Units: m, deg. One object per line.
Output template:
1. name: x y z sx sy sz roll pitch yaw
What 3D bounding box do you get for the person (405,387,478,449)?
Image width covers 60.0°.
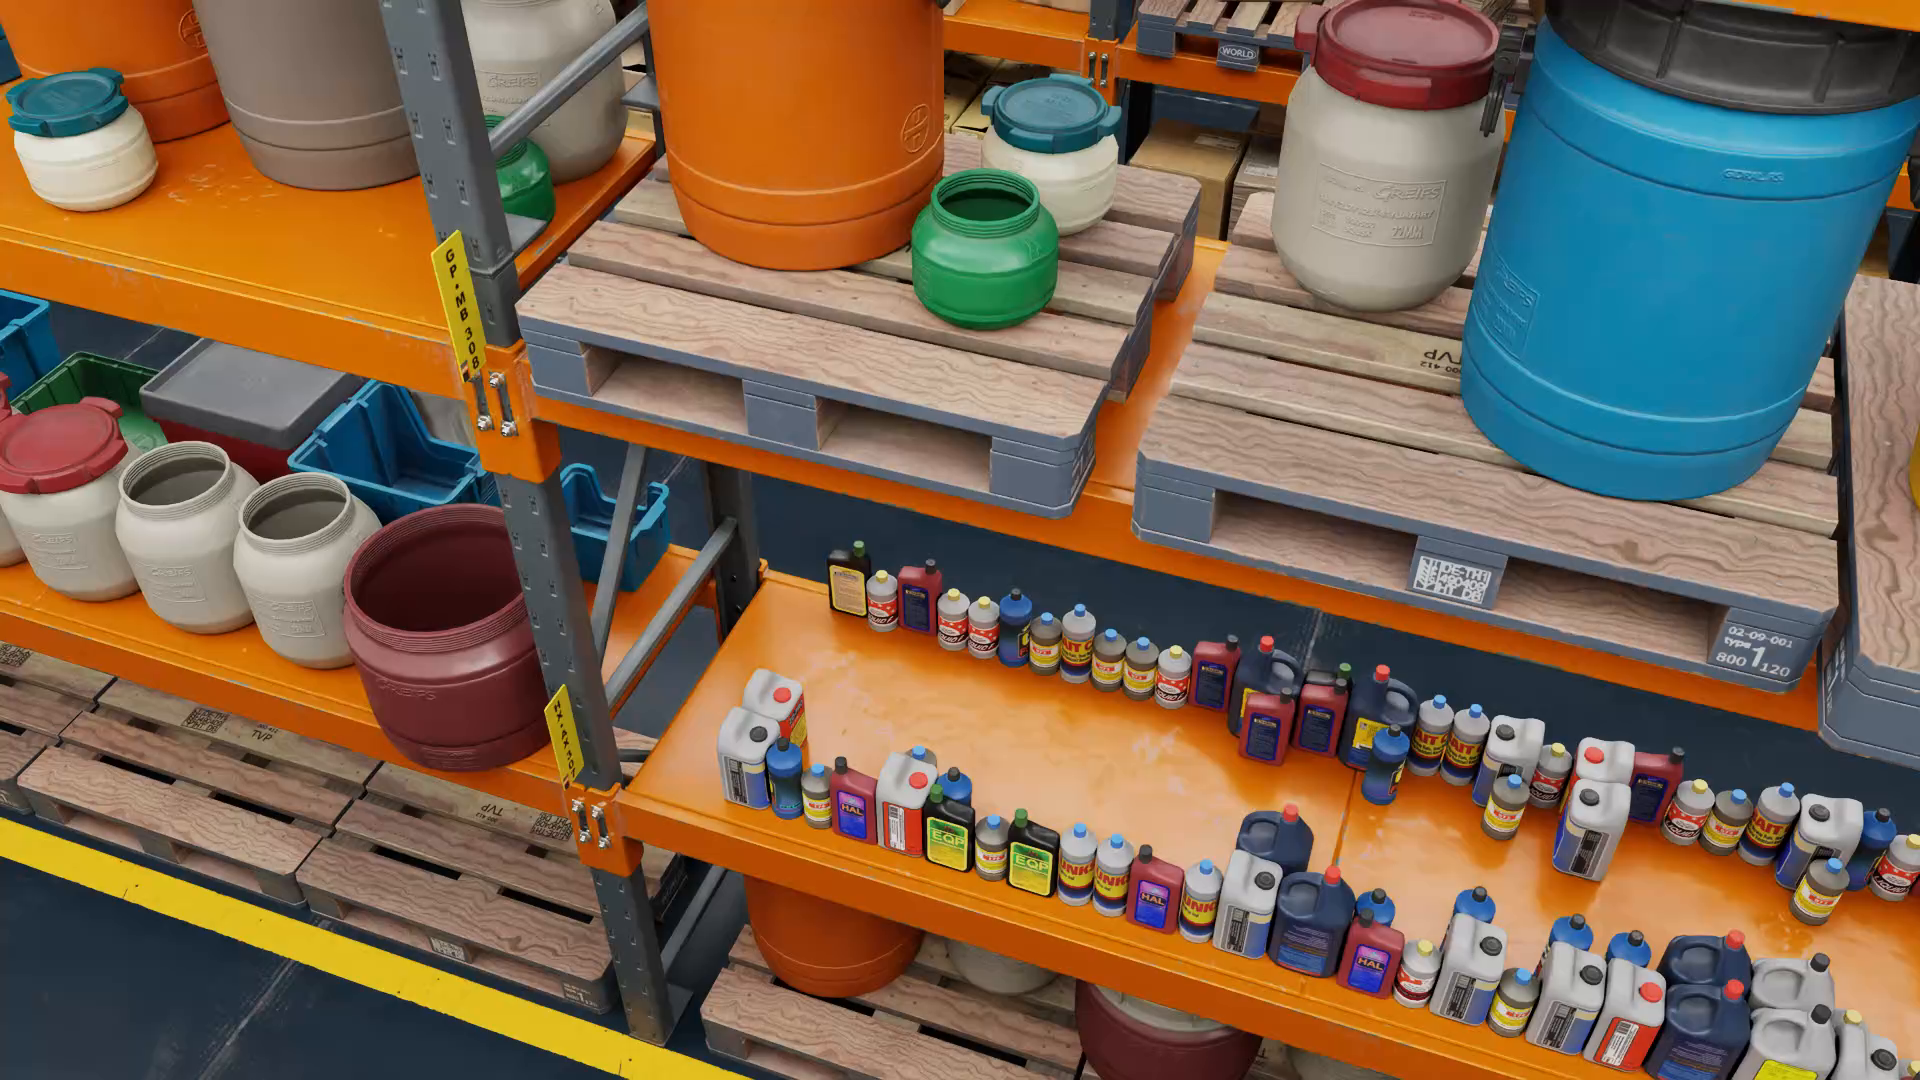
1. person: -1.939 -0.229 6.411 0.470 1.589 0.477 23 47 23
